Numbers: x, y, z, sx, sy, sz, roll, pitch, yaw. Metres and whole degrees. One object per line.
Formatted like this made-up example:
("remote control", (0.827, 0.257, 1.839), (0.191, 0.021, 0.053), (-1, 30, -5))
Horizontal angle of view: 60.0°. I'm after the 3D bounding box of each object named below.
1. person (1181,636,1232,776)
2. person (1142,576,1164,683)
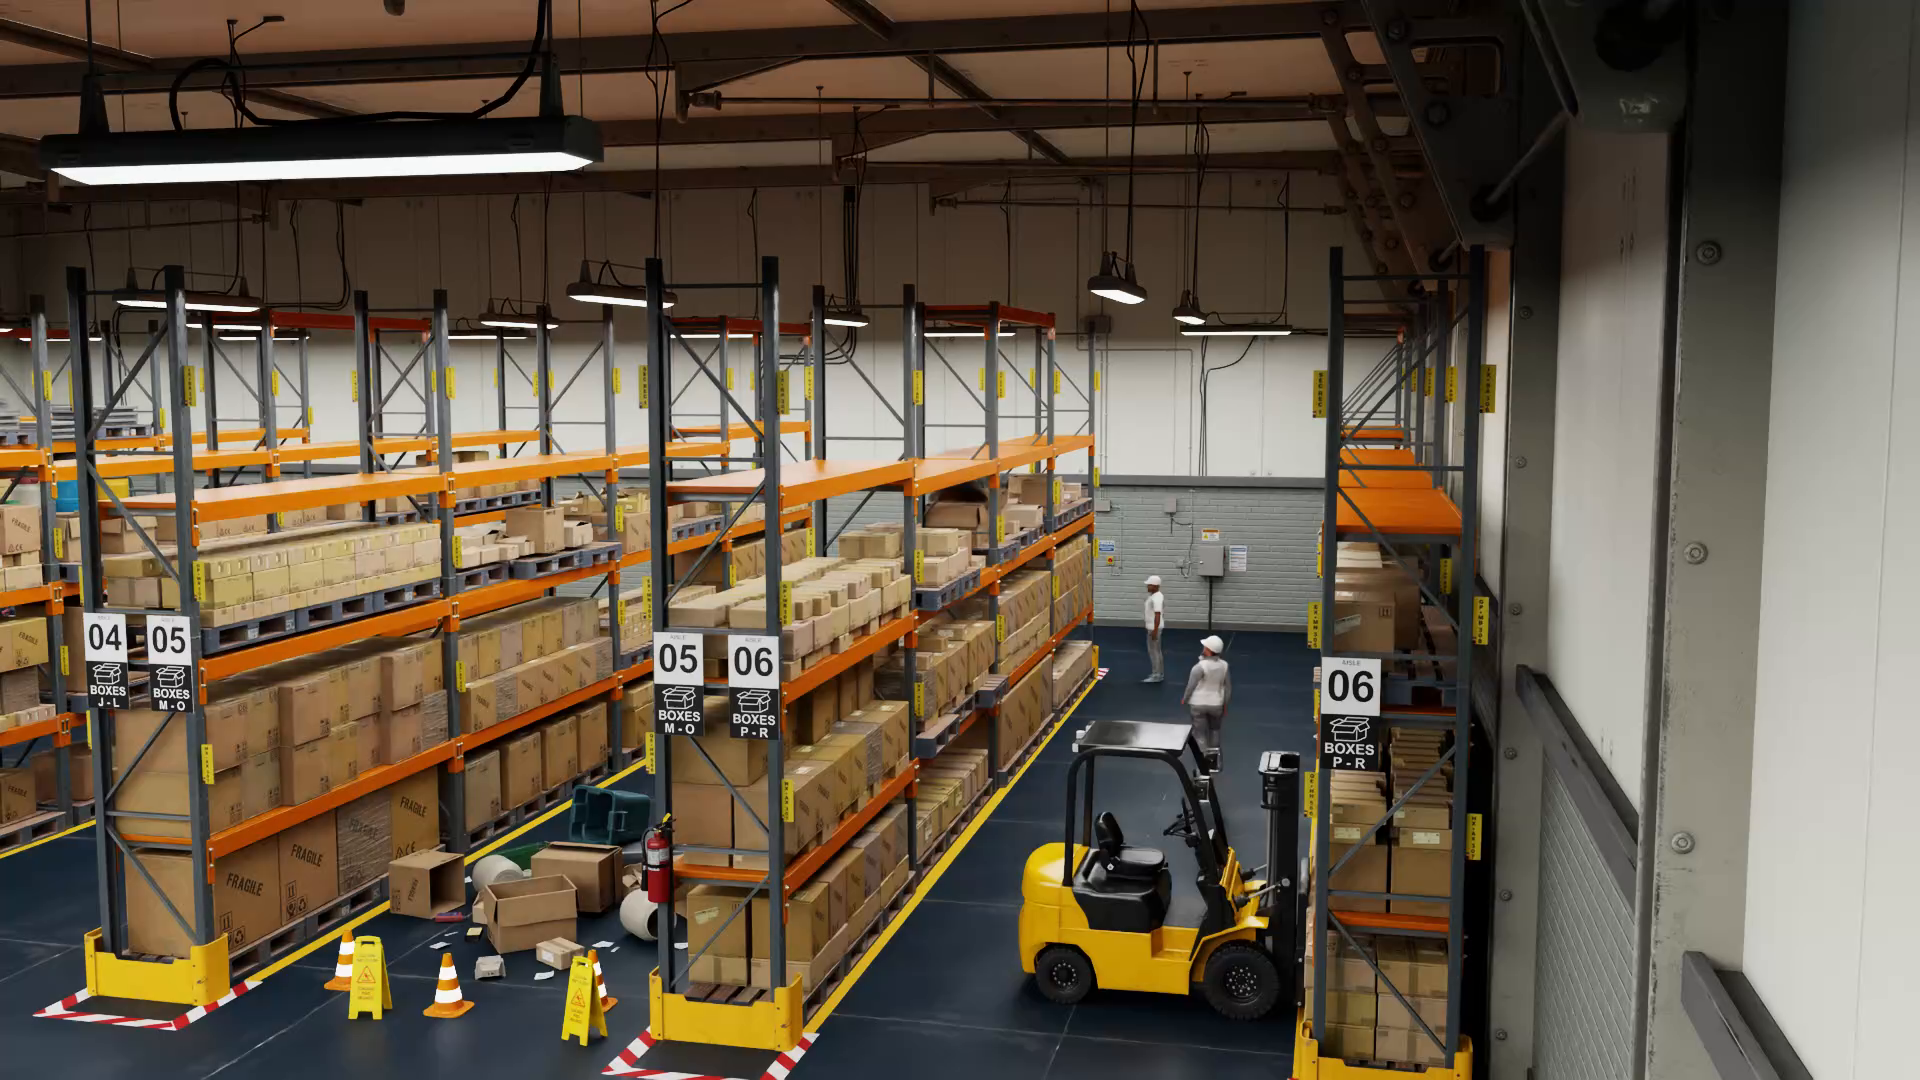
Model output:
("person", (3.047, 2.058, 20.516), (0.605, 1.796, 0.607), (0, 6, -2))
("person", (3.237, 1.474, 27.750), (0.351, 1.767, 0.652), (1, 6, 9))
